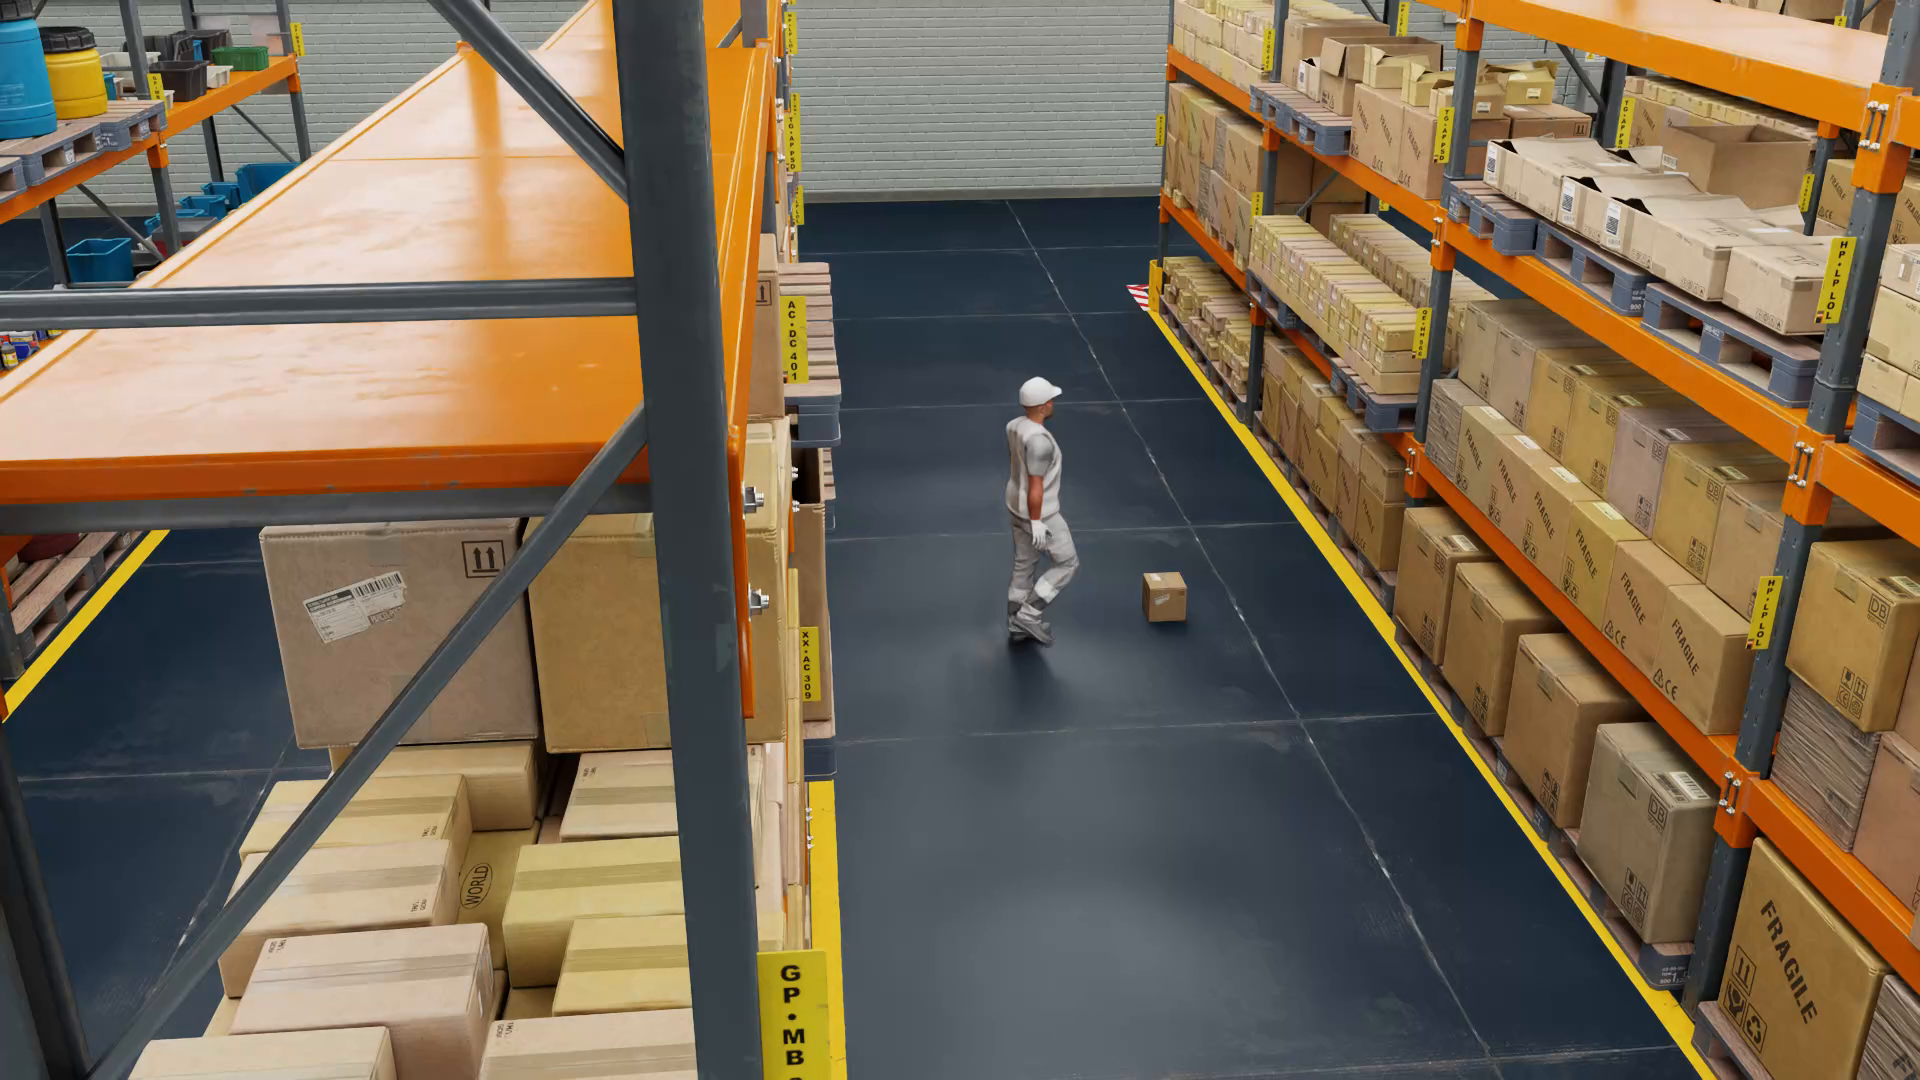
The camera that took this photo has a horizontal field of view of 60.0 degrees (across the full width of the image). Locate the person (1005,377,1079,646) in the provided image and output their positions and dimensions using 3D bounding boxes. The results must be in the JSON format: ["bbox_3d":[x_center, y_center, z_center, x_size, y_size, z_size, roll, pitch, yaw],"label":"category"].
[{"bbox_3d":[0.501,-0.185,10.697,0.450,1.788,0.570,-9,25,-19],"label":"person"}]
